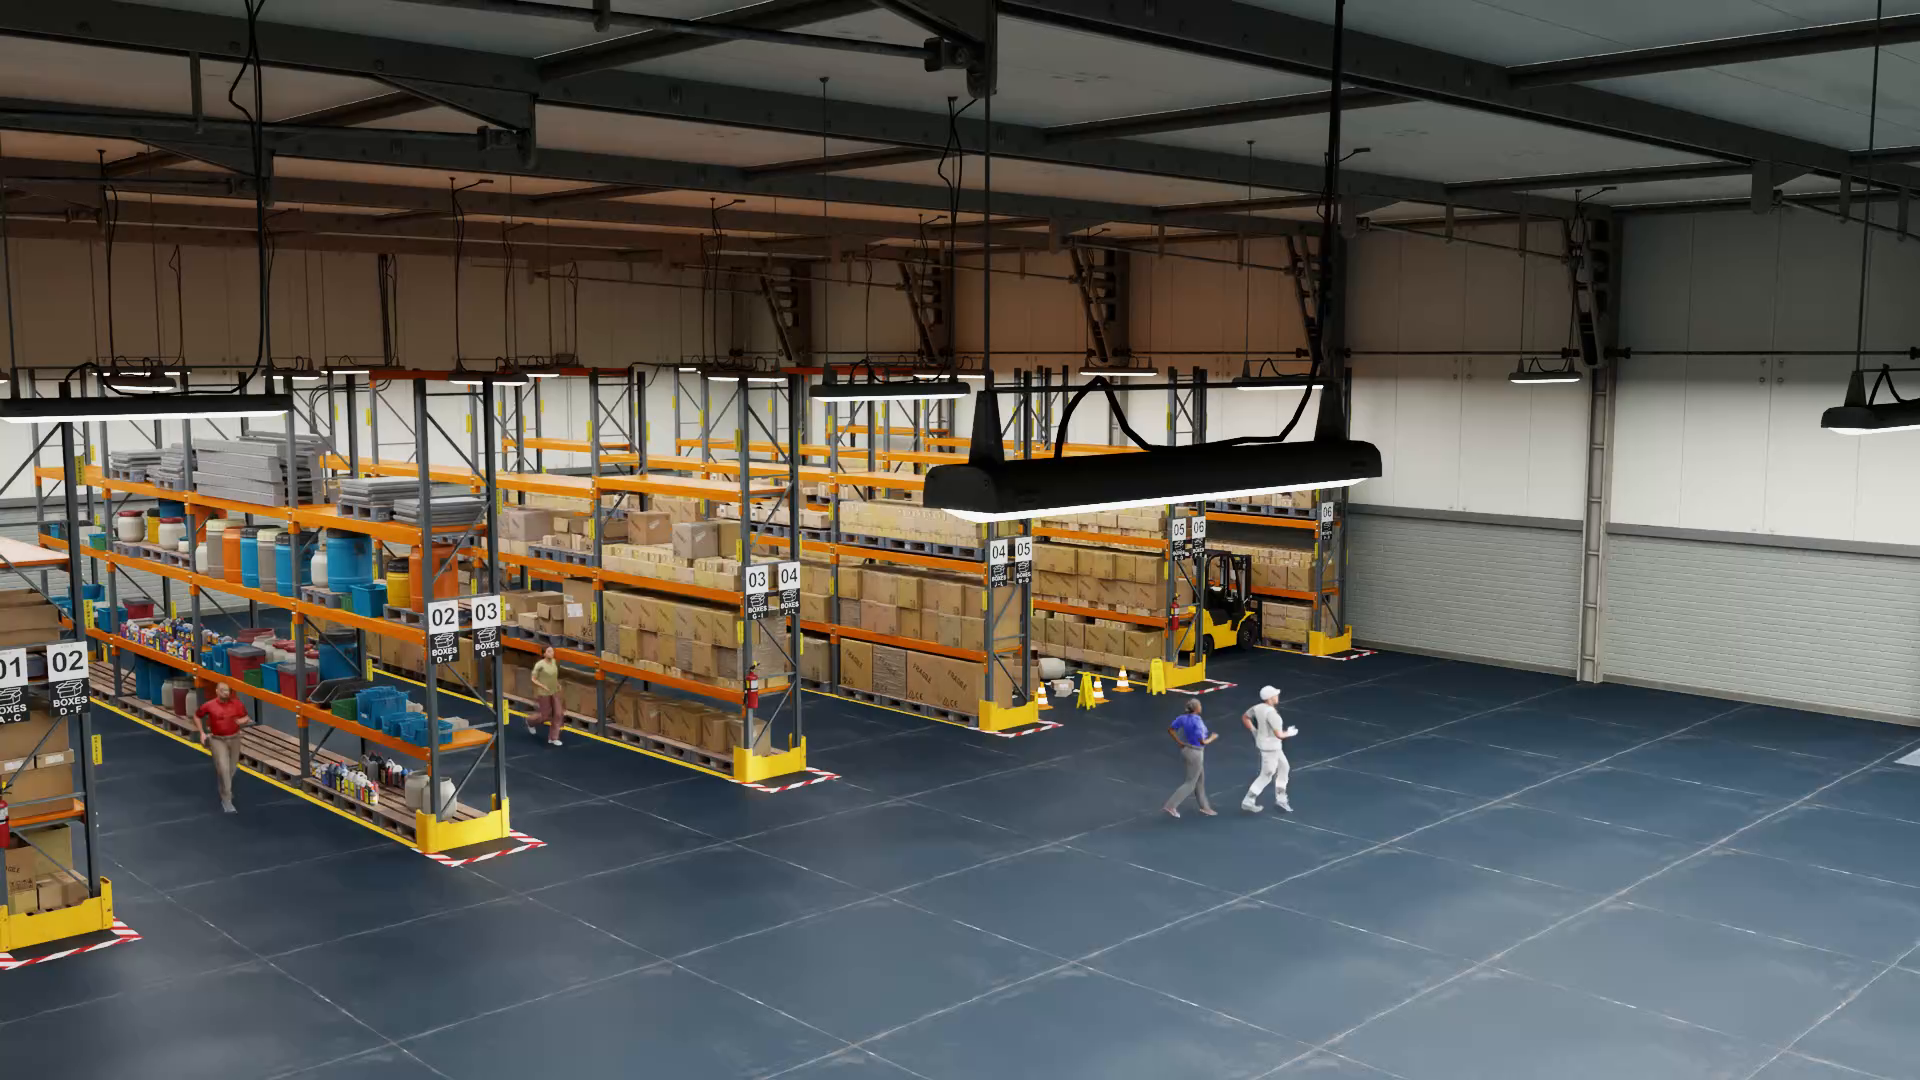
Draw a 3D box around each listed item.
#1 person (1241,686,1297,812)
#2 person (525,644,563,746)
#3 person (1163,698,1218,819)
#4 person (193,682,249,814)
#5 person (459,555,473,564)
[{"bbox_3d":[4.231,2.890,22.818,0.792,1.819,0.669,-1,7,-8],"label":"person"},{"bbox_3d":[-6.727,2.484,26.952,0.801,1.637,0.569,5,8,37],"label":"person"},{"bbox_3d":[3.135,2.962,22.459,0.883,1.680,0.574,-2,7,-20],"label":"person"},{"bbox_3d":[-10.244,2.859,23.172,0.854,1.783,0.642,6,9,43],"label":"person"},{"bbox_3d":[-11.786,1.067,39.488,0.694,1.654,0.518,3,7,22],"label":"person"}]
